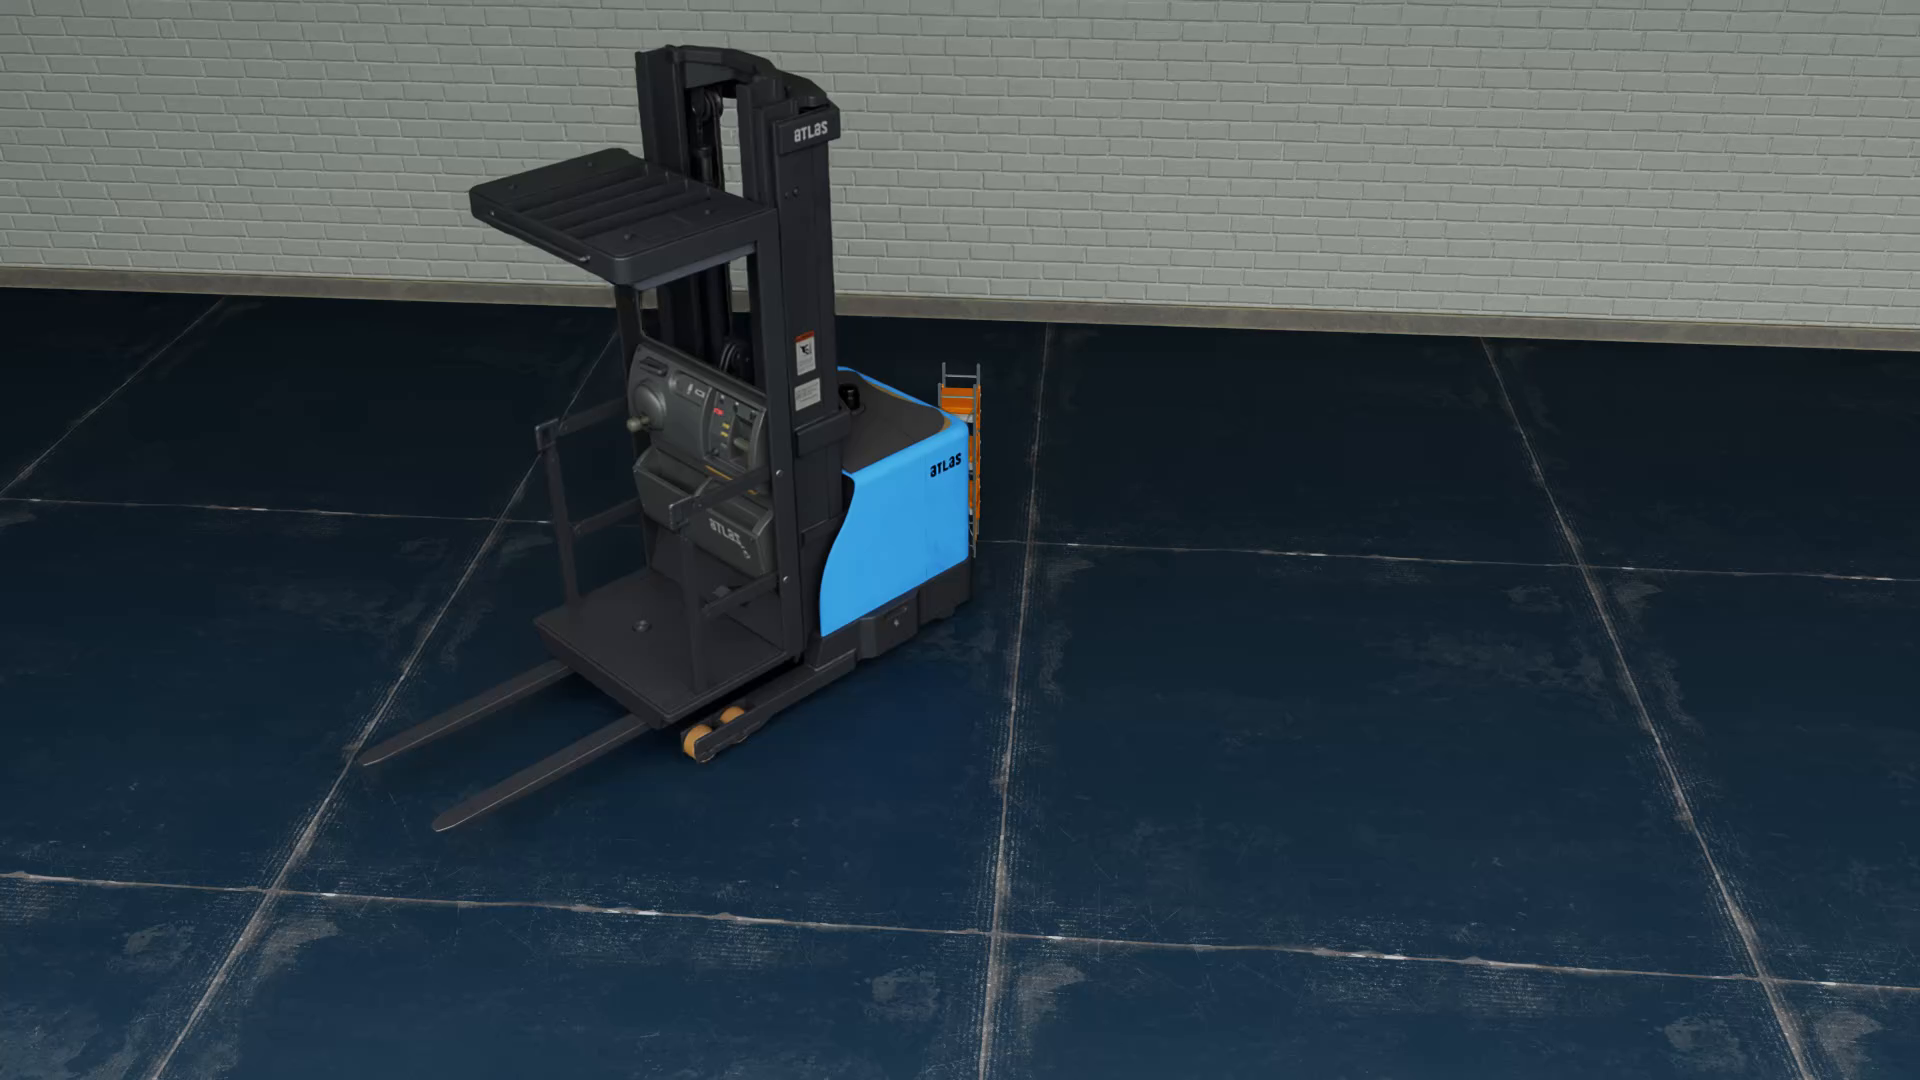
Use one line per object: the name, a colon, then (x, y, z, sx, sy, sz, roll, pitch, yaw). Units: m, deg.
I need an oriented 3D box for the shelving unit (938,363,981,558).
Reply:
shelving unit: (-0.004, -0.419, 8.929, 0.215, 1.050, 0.252, 2, 32, 4)

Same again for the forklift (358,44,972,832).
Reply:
forklift: (-1.333, -0.540, 7.332, 1.130, 2.935, 3.031, 27, 41, 37)

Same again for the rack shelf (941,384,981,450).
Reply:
rack shelf: (-0.004, -0.652, 8.786, 0.215, 0.259, 0.240, 2, 32, 4)

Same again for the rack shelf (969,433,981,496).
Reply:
rack shelf: (-0.004, -0.410, 8.935, 0.215, 0.259, 0.240, 2, 32, 4)

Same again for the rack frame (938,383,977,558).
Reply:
rack frame: (-0.014, -0.355, 8.826, 0.200, 1.050, 0.008, 2, 32, 4)

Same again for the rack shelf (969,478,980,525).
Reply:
rack shelf: (-0.004, -0.173, 9.081, 0.215, 0.259, 0.240, 2, 32, 4)

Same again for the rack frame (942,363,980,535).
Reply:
rack frame: (0.006, -0.483, 9.033, 0.200, 1.050, 0.008, 2, 32, 4)
